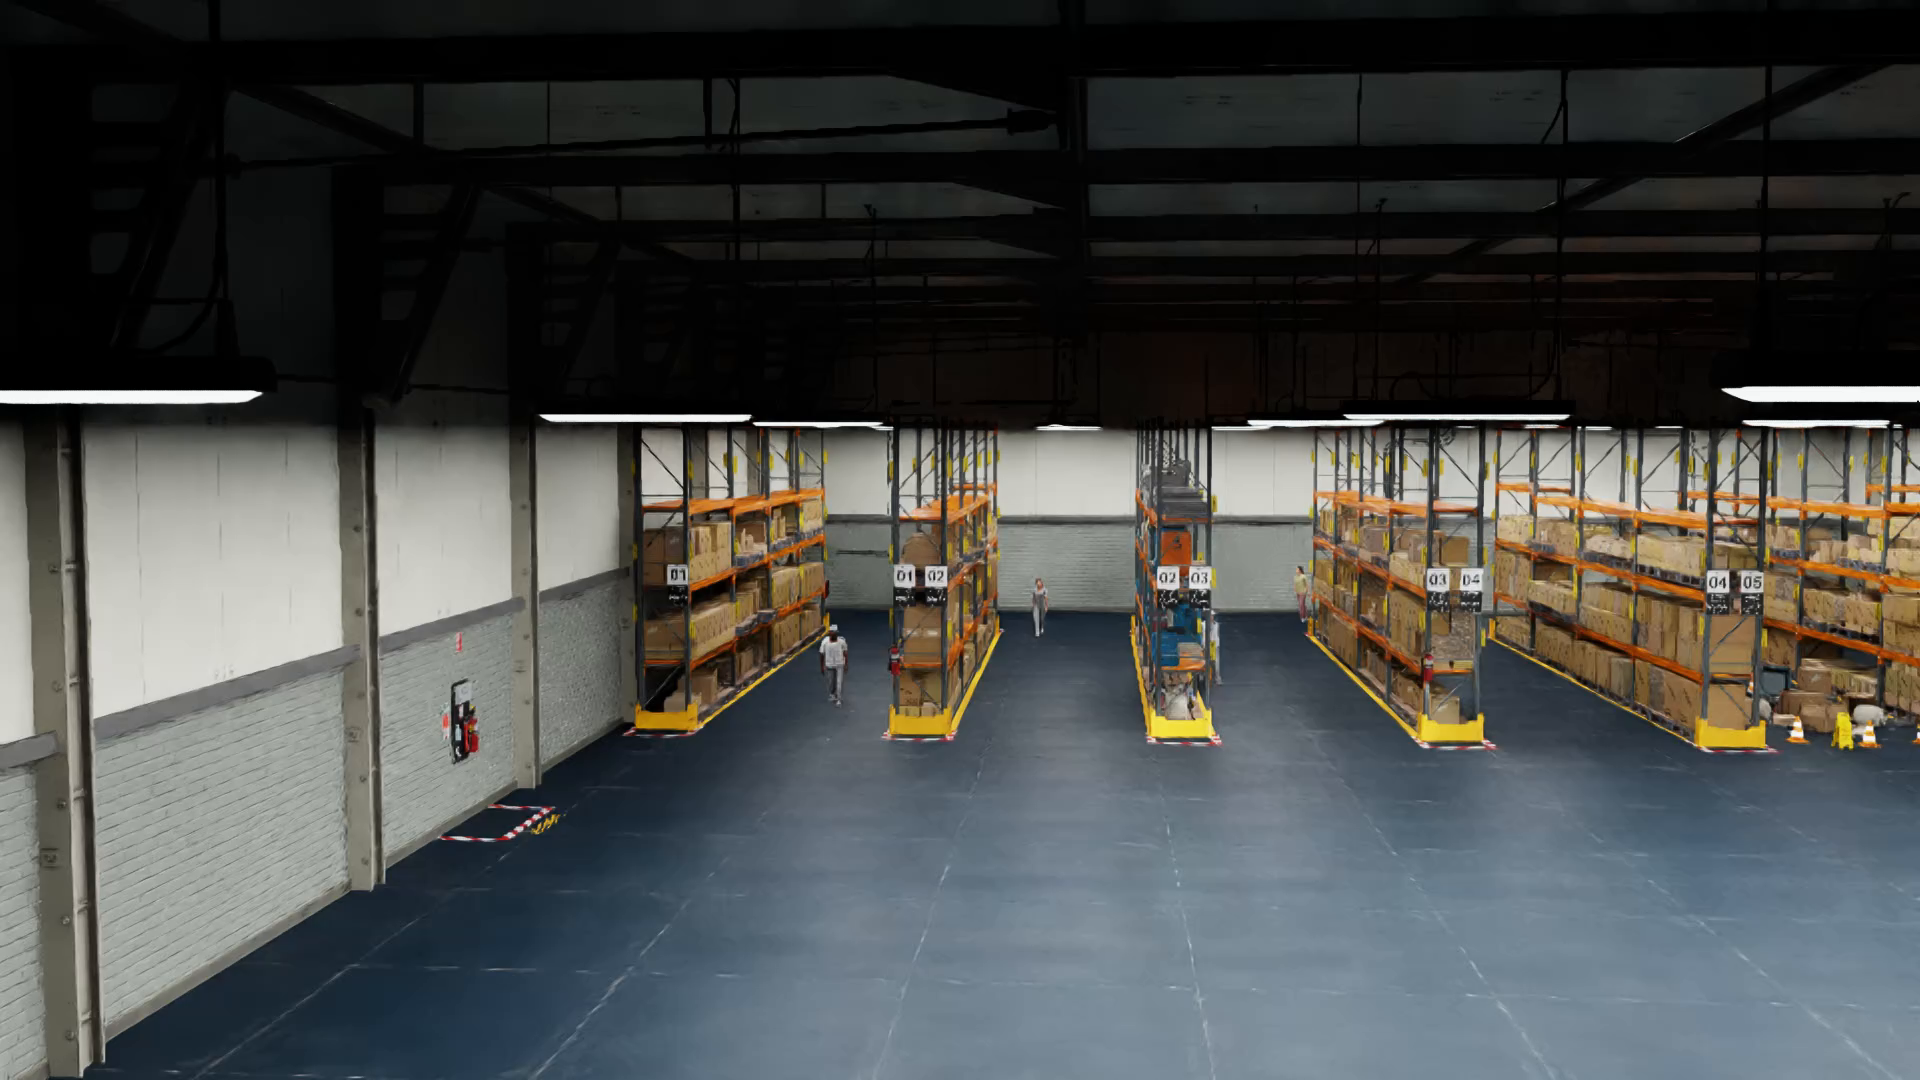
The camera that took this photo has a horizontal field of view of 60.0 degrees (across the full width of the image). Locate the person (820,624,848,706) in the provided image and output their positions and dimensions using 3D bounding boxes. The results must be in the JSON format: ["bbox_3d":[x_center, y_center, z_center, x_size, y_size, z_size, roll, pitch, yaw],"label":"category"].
[{"bbox_3d":[-2.644,2.591,34.761,0.582,1.686,1.113,0,4,2],"label":"person"}]

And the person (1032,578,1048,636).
[{"bbox_3d":[2.256,1.864,46.701,0.455,1.612,1.019,0,4,4],"label":"person"}]

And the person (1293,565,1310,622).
[{"bbox_3d":[10.364,1.616,50.395,0.529,1.697,0.550,-2,4,-33],"label":"person"}]

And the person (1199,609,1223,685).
[{"bbox_3d":[5.639,2.399,37.647,0.538,1.715,1.026,0,4,-4],"label":"person"}]
